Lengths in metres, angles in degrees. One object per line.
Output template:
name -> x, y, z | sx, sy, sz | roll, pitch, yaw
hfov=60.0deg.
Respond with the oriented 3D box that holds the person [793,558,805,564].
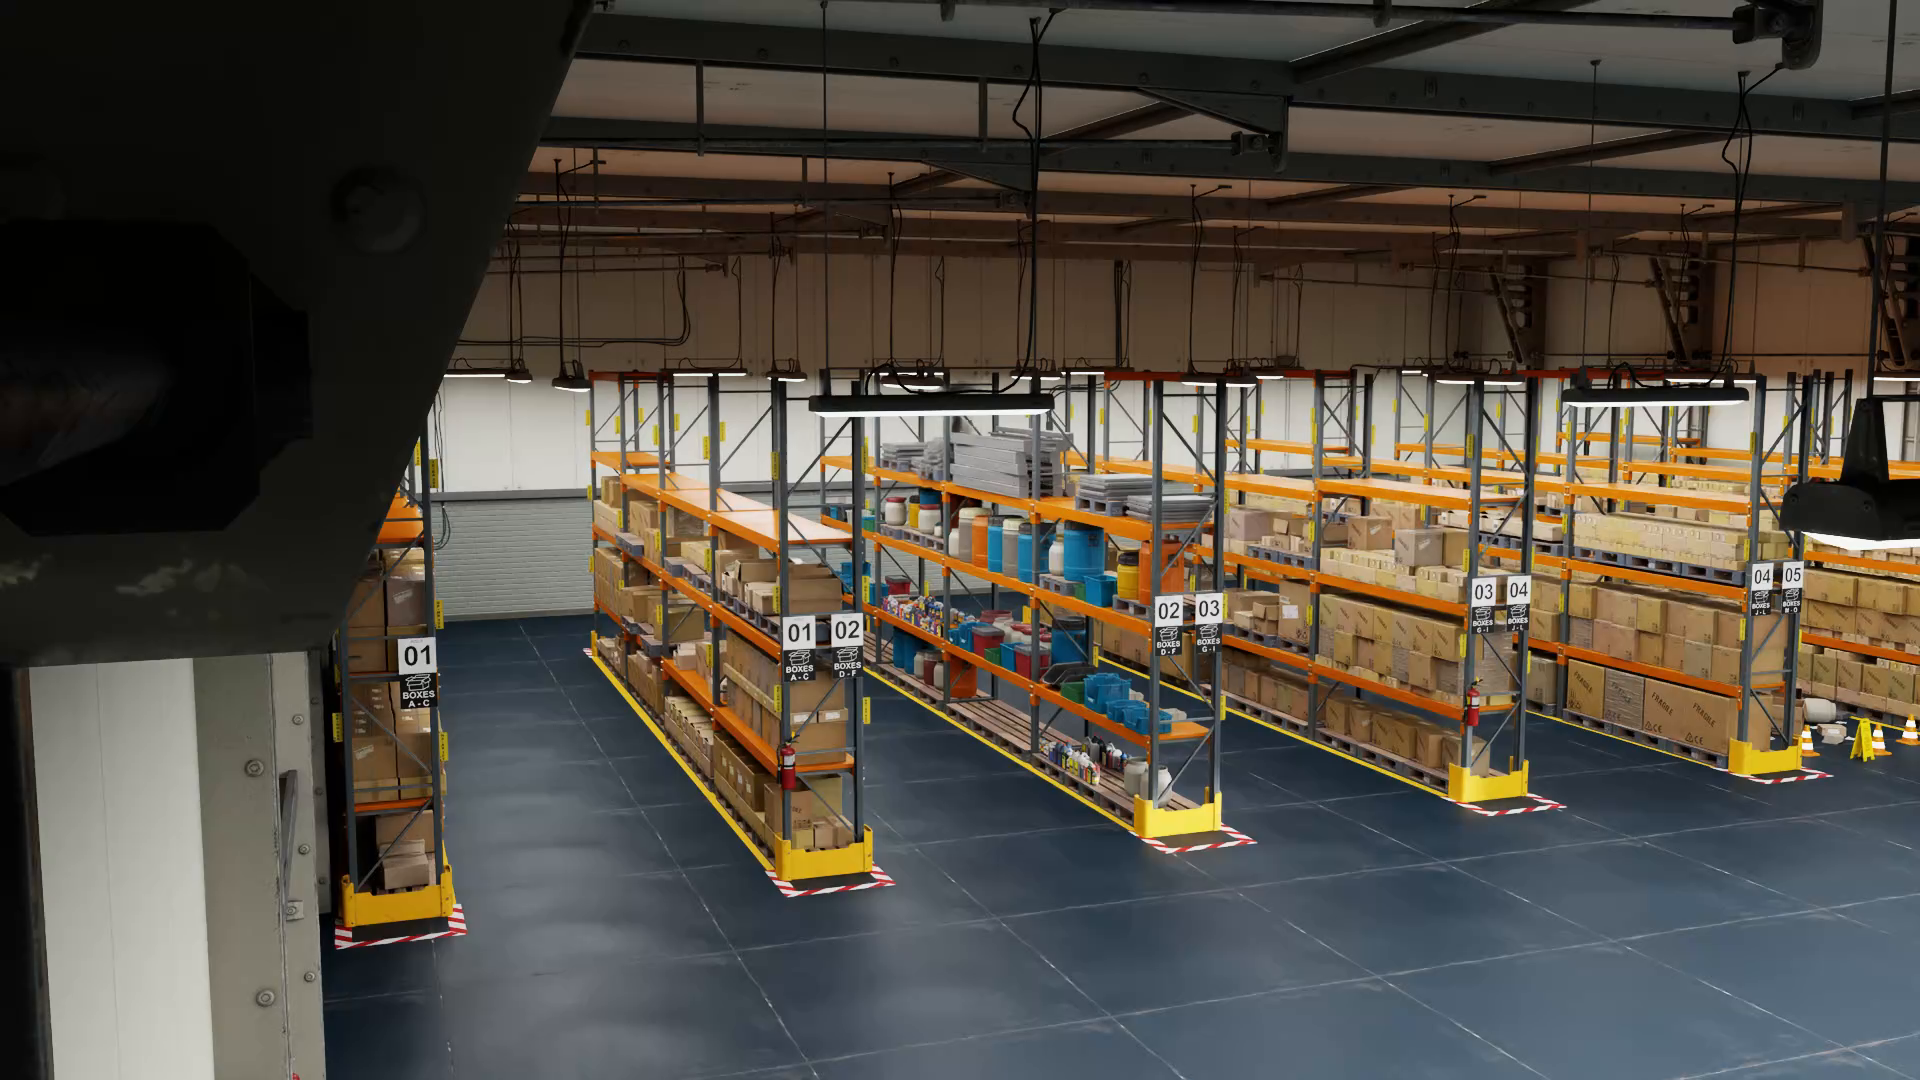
person -> -3.912, 1.267, 38.006 | 0.768, 1.707, 0.652 | -2, 7, -15
